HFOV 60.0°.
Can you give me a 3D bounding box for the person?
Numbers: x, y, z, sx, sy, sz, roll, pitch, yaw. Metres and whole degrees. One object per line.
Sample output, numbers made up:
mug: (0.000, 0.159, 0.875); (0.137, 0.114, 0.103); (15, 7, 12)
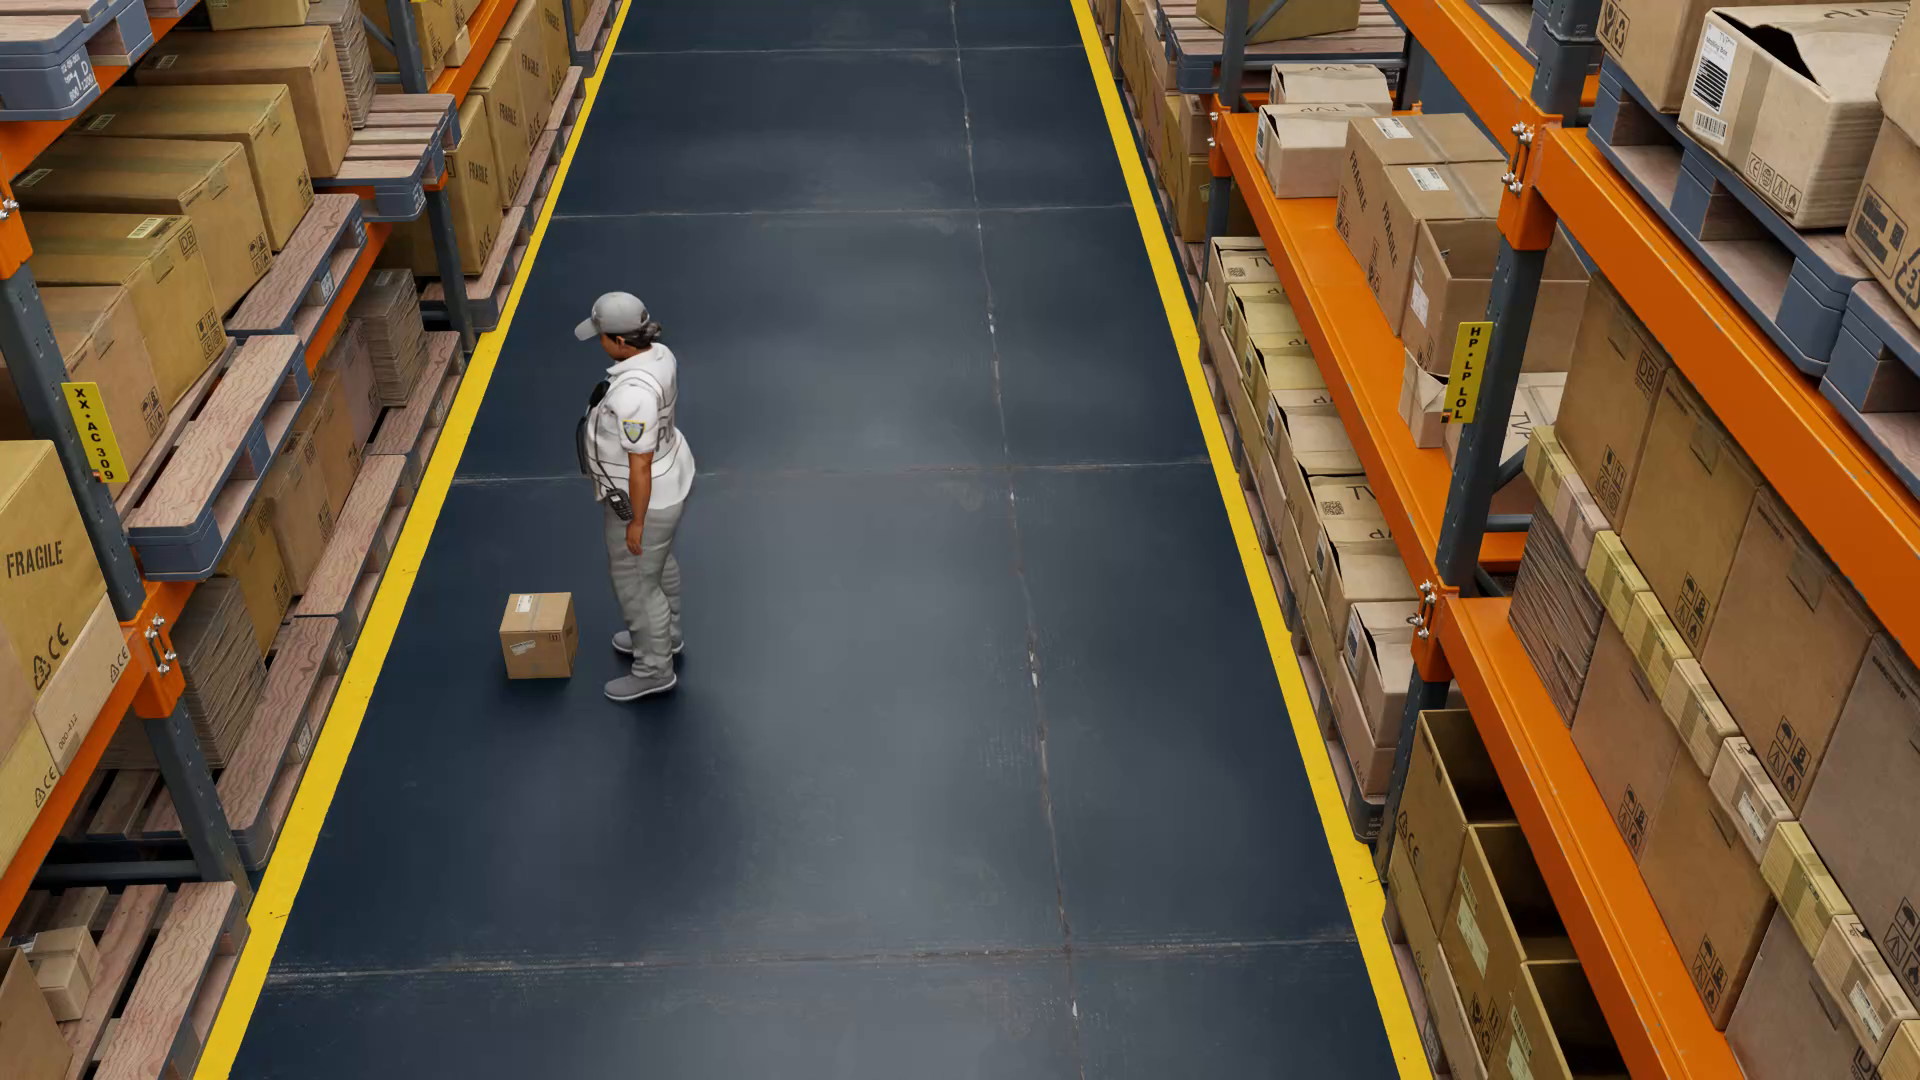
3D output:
person: (-1.232, -0.173, 6.368); (0.434, 1.686, 0.507); (2, 35, 3)
